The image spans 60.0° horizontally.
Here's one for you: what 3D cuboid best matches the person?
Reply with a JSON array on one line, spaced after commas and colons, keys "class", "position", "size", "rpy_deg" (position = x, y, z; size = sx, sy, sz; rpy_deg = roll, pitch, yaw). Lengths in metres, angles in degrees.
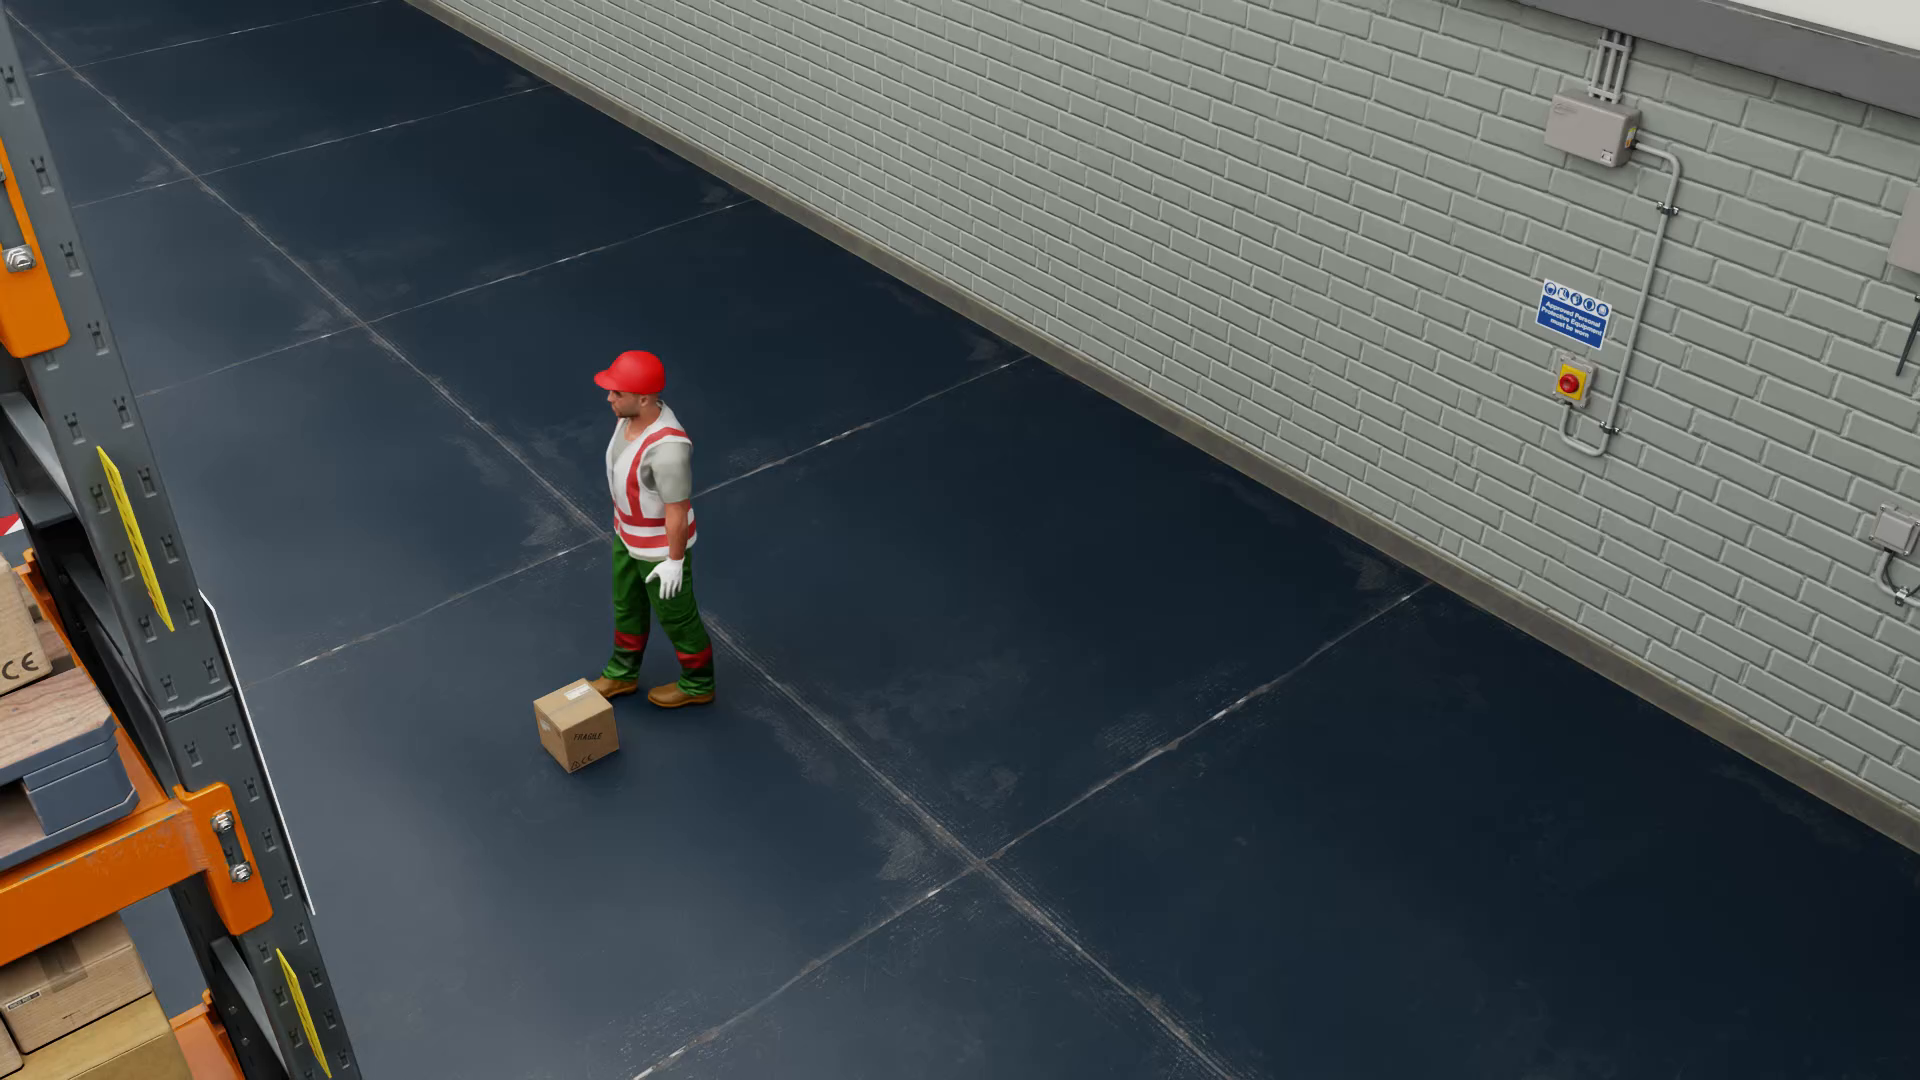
[{"class": "person", "position": [-1.411, 0.024, 7.018], "size": [0.593, 1.788, 0.546], "rpy_deg": [-18, 39, -23]}]
